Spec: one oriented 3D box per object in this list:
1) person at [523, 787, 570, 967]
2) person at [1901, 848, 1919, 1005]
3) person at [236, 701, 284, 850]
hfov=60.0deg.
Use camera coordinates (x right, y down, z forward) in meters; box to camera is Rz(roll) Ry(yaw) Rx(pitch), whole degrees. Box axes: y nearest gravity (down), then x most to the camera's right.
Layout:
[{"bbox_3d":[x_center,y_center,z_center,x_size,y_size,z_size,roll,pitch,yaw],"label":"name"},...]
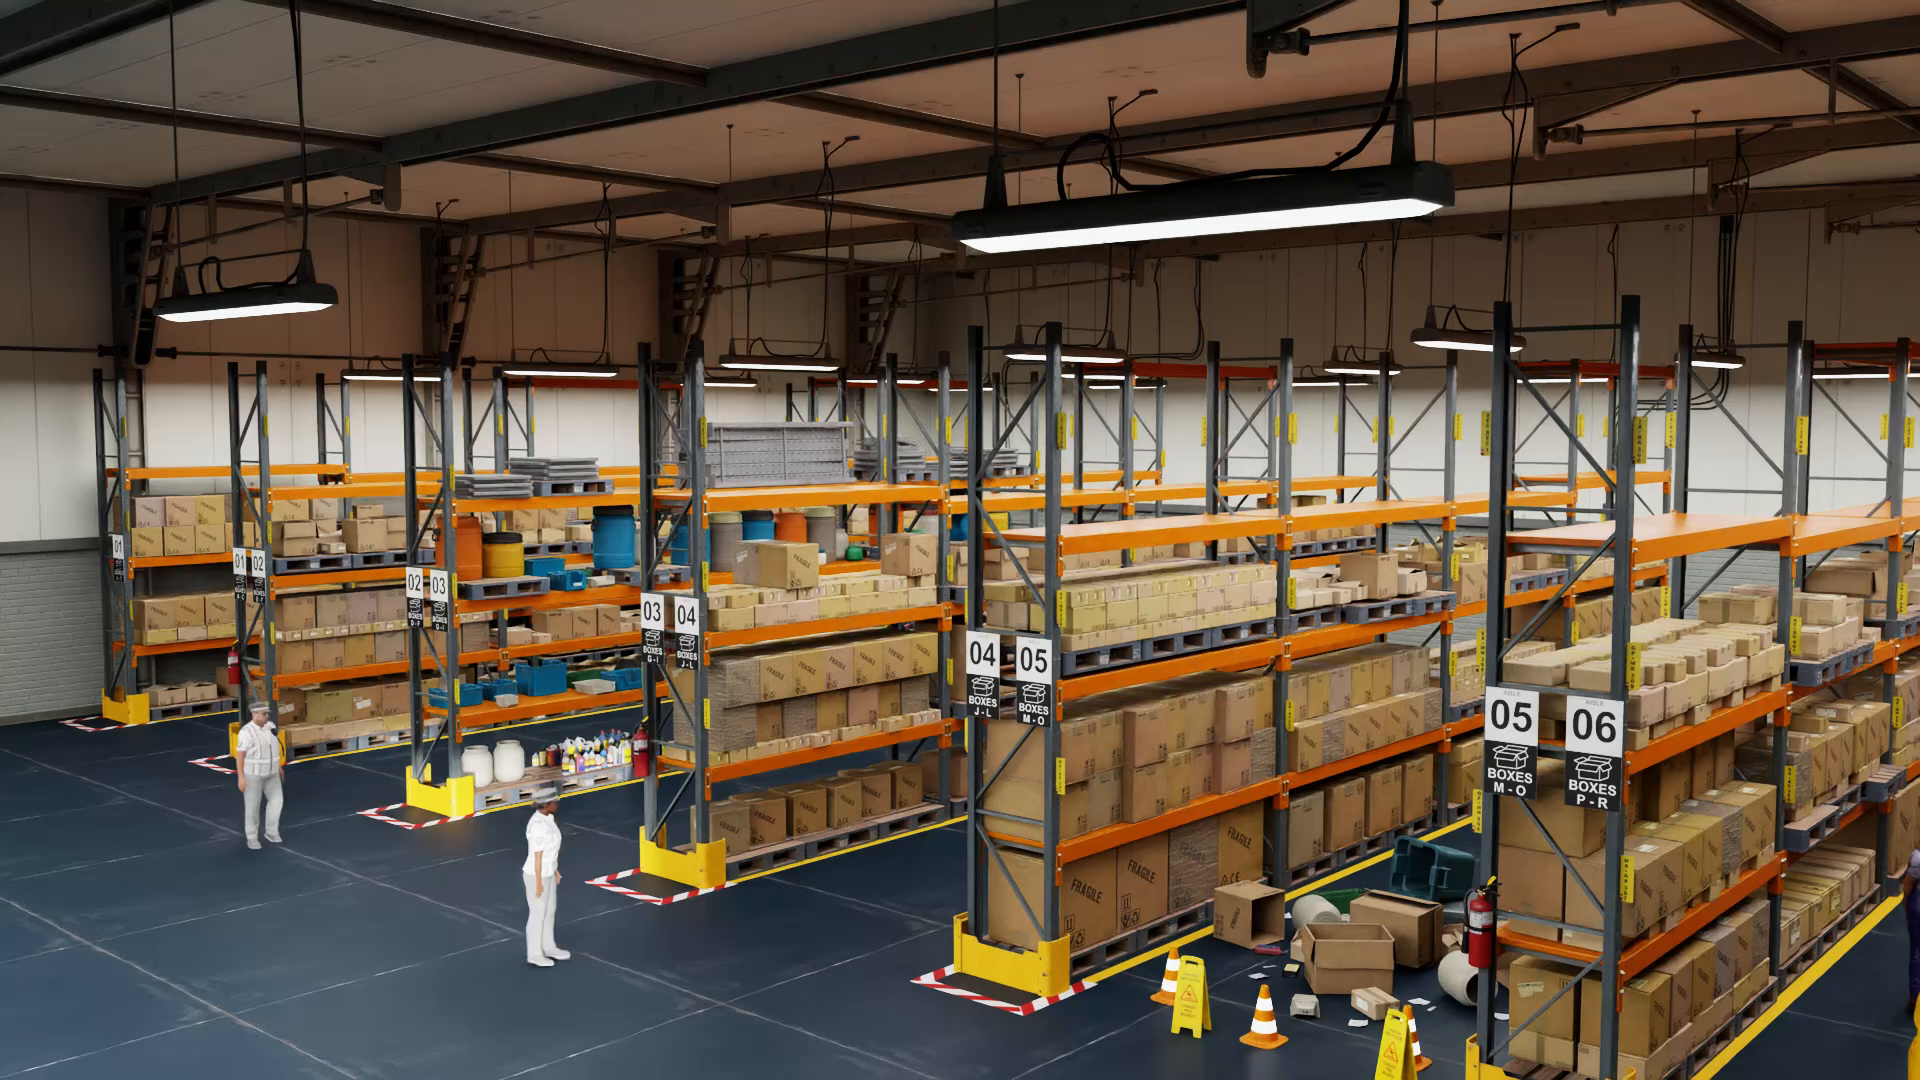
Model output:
[{"bbox_3d":[-3.928,3.171,15.714,0.391,1.682,0.465,0,4,-3],"label":"person"},{"bbox_3d":[8.584,3.265,14.634,0.557,1.666,0.743,3,5,40],"label":"person"},{"bbox_3d":[-8.455,2.855,20.074,0.401,1.852,0.636,2,5,29],"label":"person"}]
